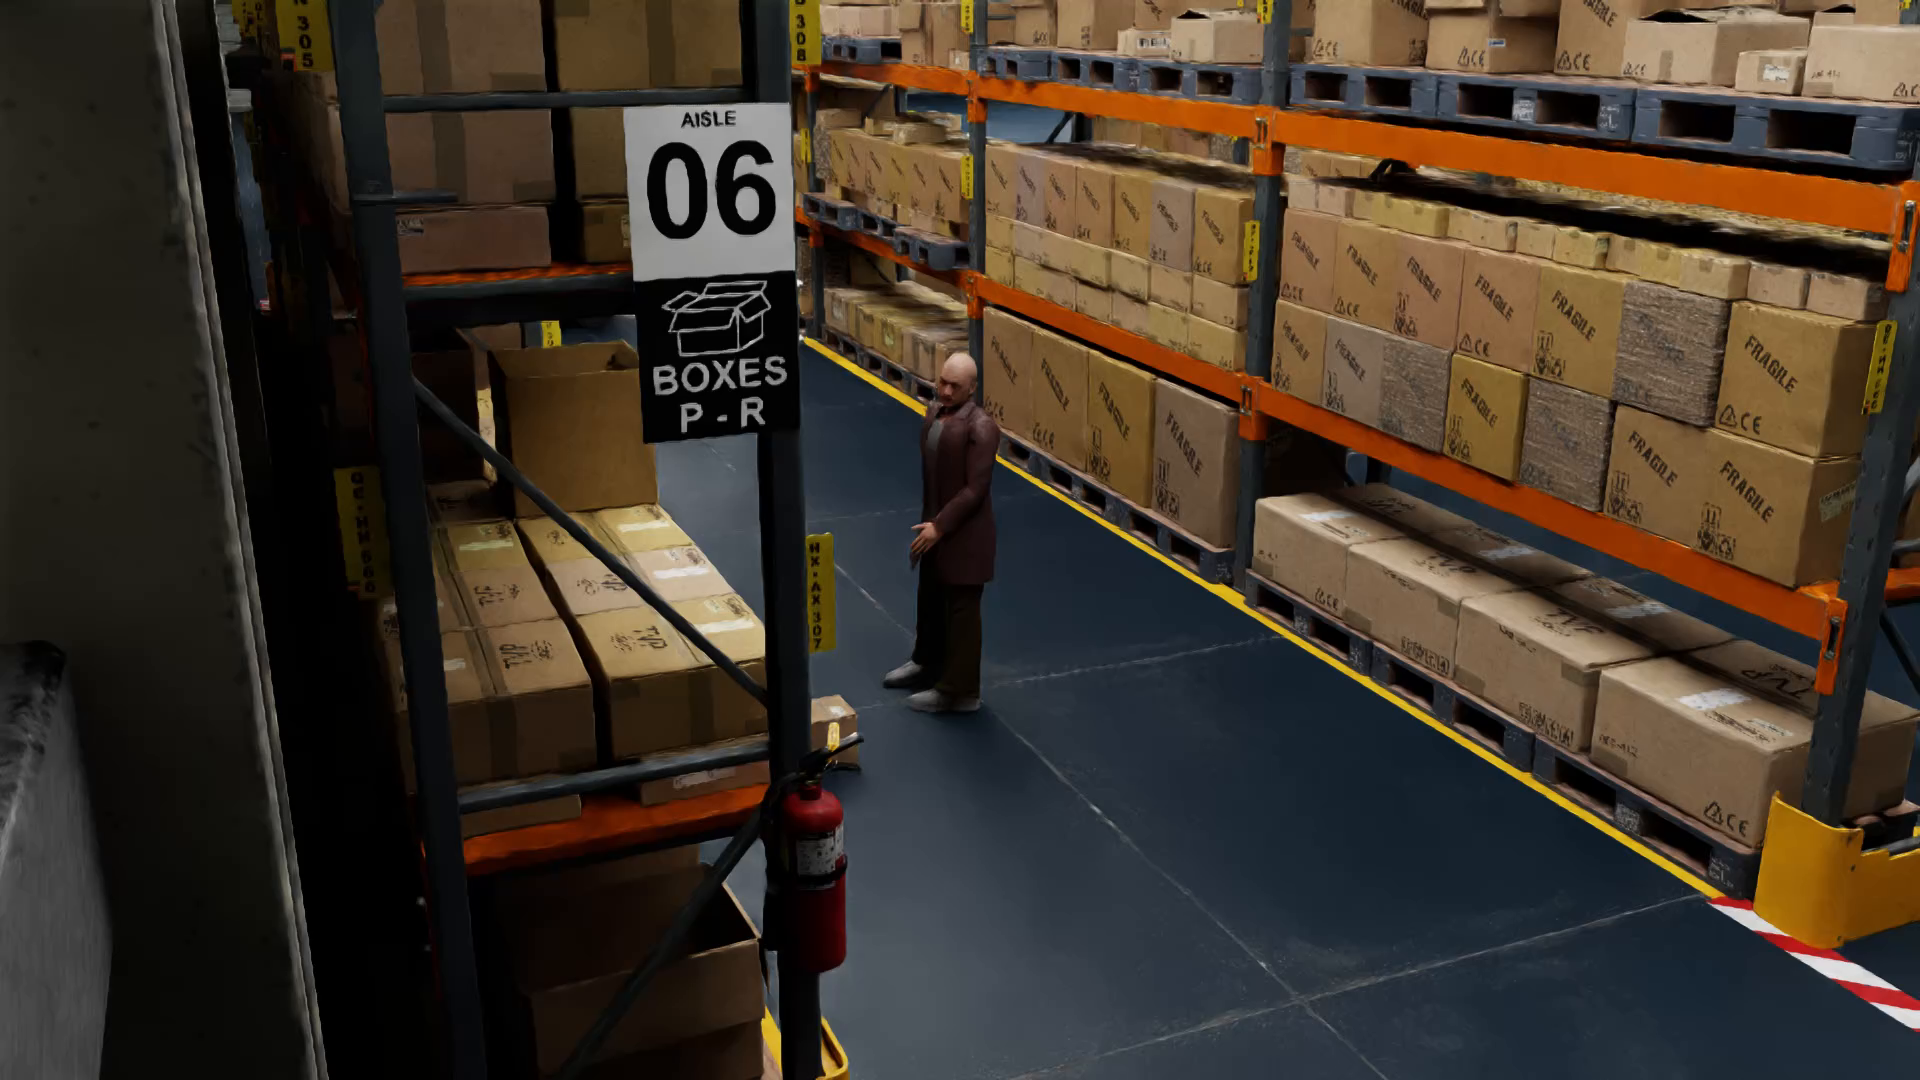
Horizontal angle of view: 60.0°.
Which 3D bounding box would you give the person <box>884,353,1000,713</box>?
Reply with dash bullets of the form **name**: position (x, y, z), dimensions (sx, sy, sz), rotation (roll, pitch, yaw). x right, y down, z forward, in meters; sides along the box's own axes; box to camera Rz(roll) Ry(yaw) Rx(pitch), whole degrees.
- **person**: position (-0.096, -0.041, 8.195), dimensions (0.466, 1.779, 0.650), rotation (-12, 22, -31)
